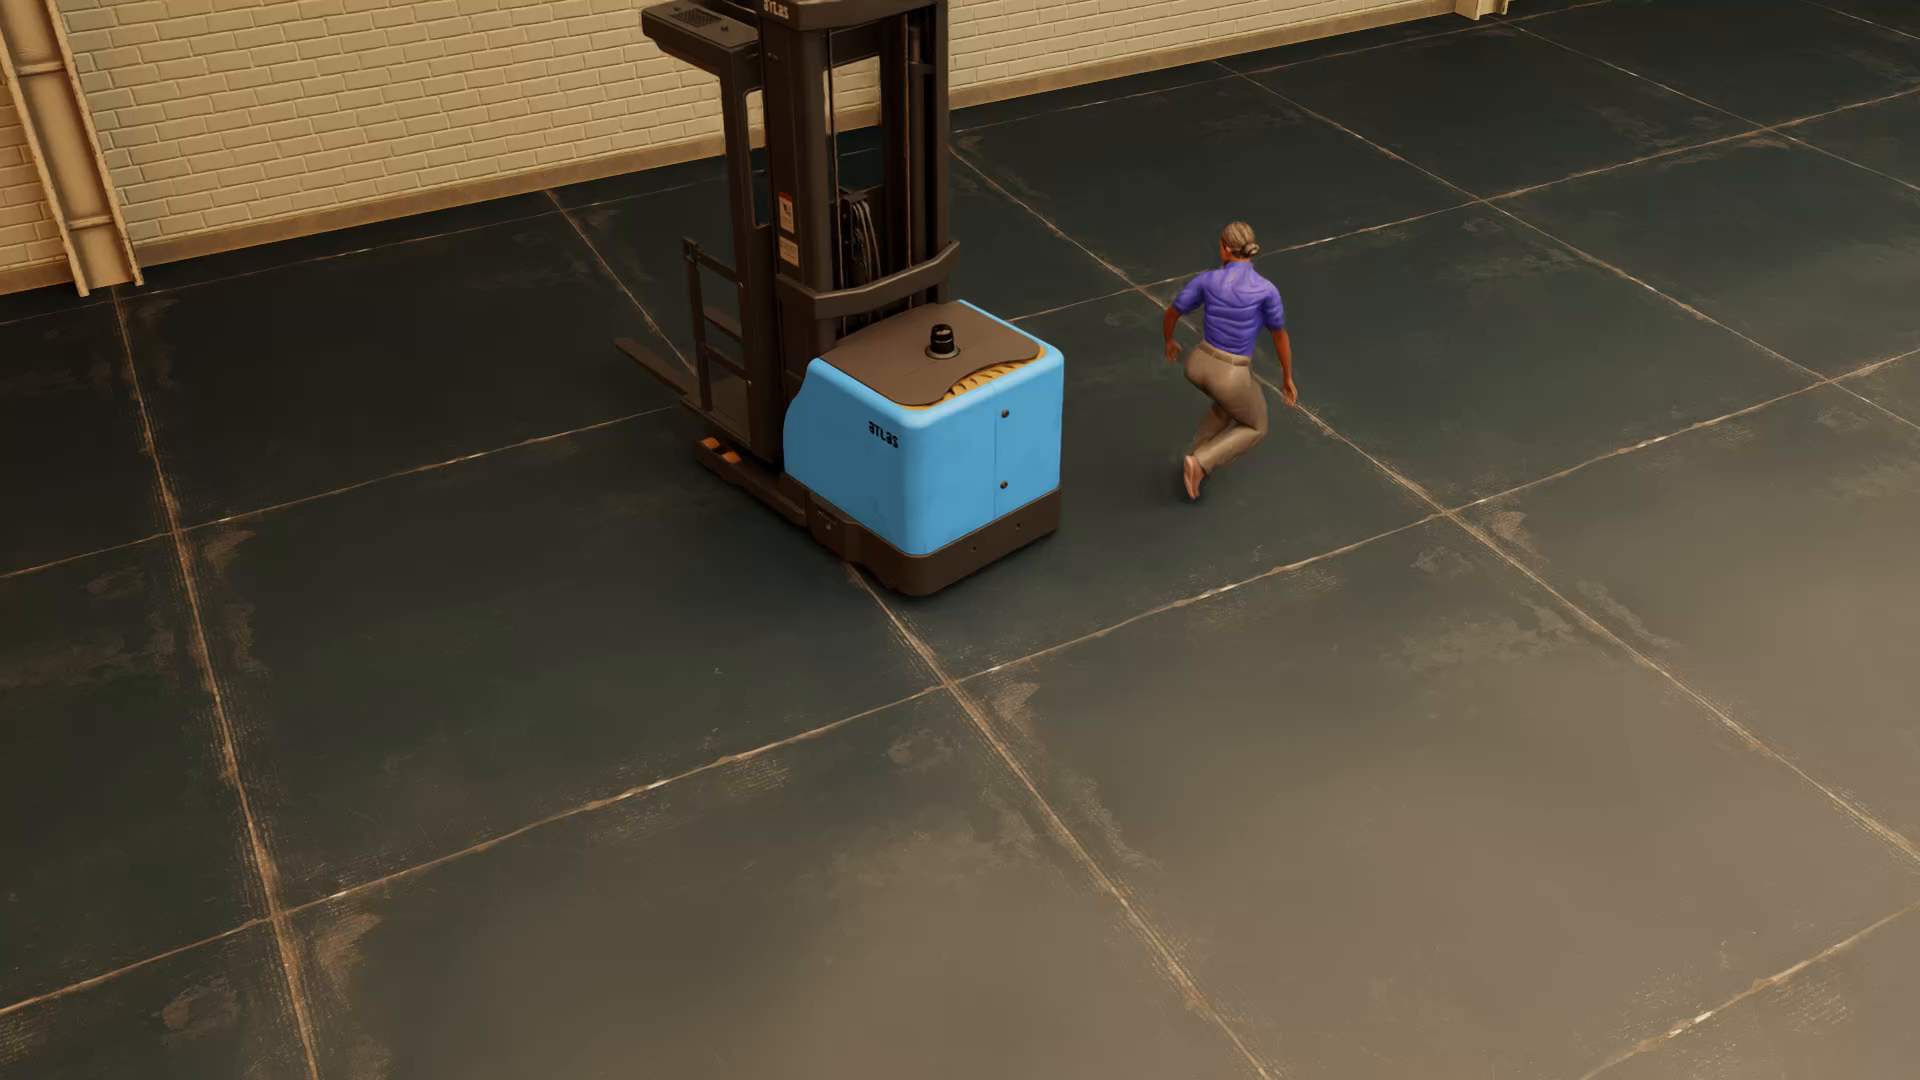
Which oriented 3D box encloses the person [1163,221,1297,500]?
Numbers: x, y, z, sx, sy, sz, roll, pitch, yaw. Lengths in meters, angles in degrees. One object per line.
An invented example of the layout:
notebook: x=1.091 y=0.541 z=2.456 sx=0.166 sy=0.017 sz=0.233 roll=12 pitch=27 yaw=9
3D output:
person: x=1.369 y=-0.922 z=8.738 sx=0.746 sy=1.452 sz=0.620 roll=28 pitch=44 yaw=34

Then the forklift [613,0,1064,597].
forklift: x=-0.828 y=-1.688 z=8.512 sx=1.130 sy=2.935 sz=3.031 roll=-27 pitch=43 yaw=-33
